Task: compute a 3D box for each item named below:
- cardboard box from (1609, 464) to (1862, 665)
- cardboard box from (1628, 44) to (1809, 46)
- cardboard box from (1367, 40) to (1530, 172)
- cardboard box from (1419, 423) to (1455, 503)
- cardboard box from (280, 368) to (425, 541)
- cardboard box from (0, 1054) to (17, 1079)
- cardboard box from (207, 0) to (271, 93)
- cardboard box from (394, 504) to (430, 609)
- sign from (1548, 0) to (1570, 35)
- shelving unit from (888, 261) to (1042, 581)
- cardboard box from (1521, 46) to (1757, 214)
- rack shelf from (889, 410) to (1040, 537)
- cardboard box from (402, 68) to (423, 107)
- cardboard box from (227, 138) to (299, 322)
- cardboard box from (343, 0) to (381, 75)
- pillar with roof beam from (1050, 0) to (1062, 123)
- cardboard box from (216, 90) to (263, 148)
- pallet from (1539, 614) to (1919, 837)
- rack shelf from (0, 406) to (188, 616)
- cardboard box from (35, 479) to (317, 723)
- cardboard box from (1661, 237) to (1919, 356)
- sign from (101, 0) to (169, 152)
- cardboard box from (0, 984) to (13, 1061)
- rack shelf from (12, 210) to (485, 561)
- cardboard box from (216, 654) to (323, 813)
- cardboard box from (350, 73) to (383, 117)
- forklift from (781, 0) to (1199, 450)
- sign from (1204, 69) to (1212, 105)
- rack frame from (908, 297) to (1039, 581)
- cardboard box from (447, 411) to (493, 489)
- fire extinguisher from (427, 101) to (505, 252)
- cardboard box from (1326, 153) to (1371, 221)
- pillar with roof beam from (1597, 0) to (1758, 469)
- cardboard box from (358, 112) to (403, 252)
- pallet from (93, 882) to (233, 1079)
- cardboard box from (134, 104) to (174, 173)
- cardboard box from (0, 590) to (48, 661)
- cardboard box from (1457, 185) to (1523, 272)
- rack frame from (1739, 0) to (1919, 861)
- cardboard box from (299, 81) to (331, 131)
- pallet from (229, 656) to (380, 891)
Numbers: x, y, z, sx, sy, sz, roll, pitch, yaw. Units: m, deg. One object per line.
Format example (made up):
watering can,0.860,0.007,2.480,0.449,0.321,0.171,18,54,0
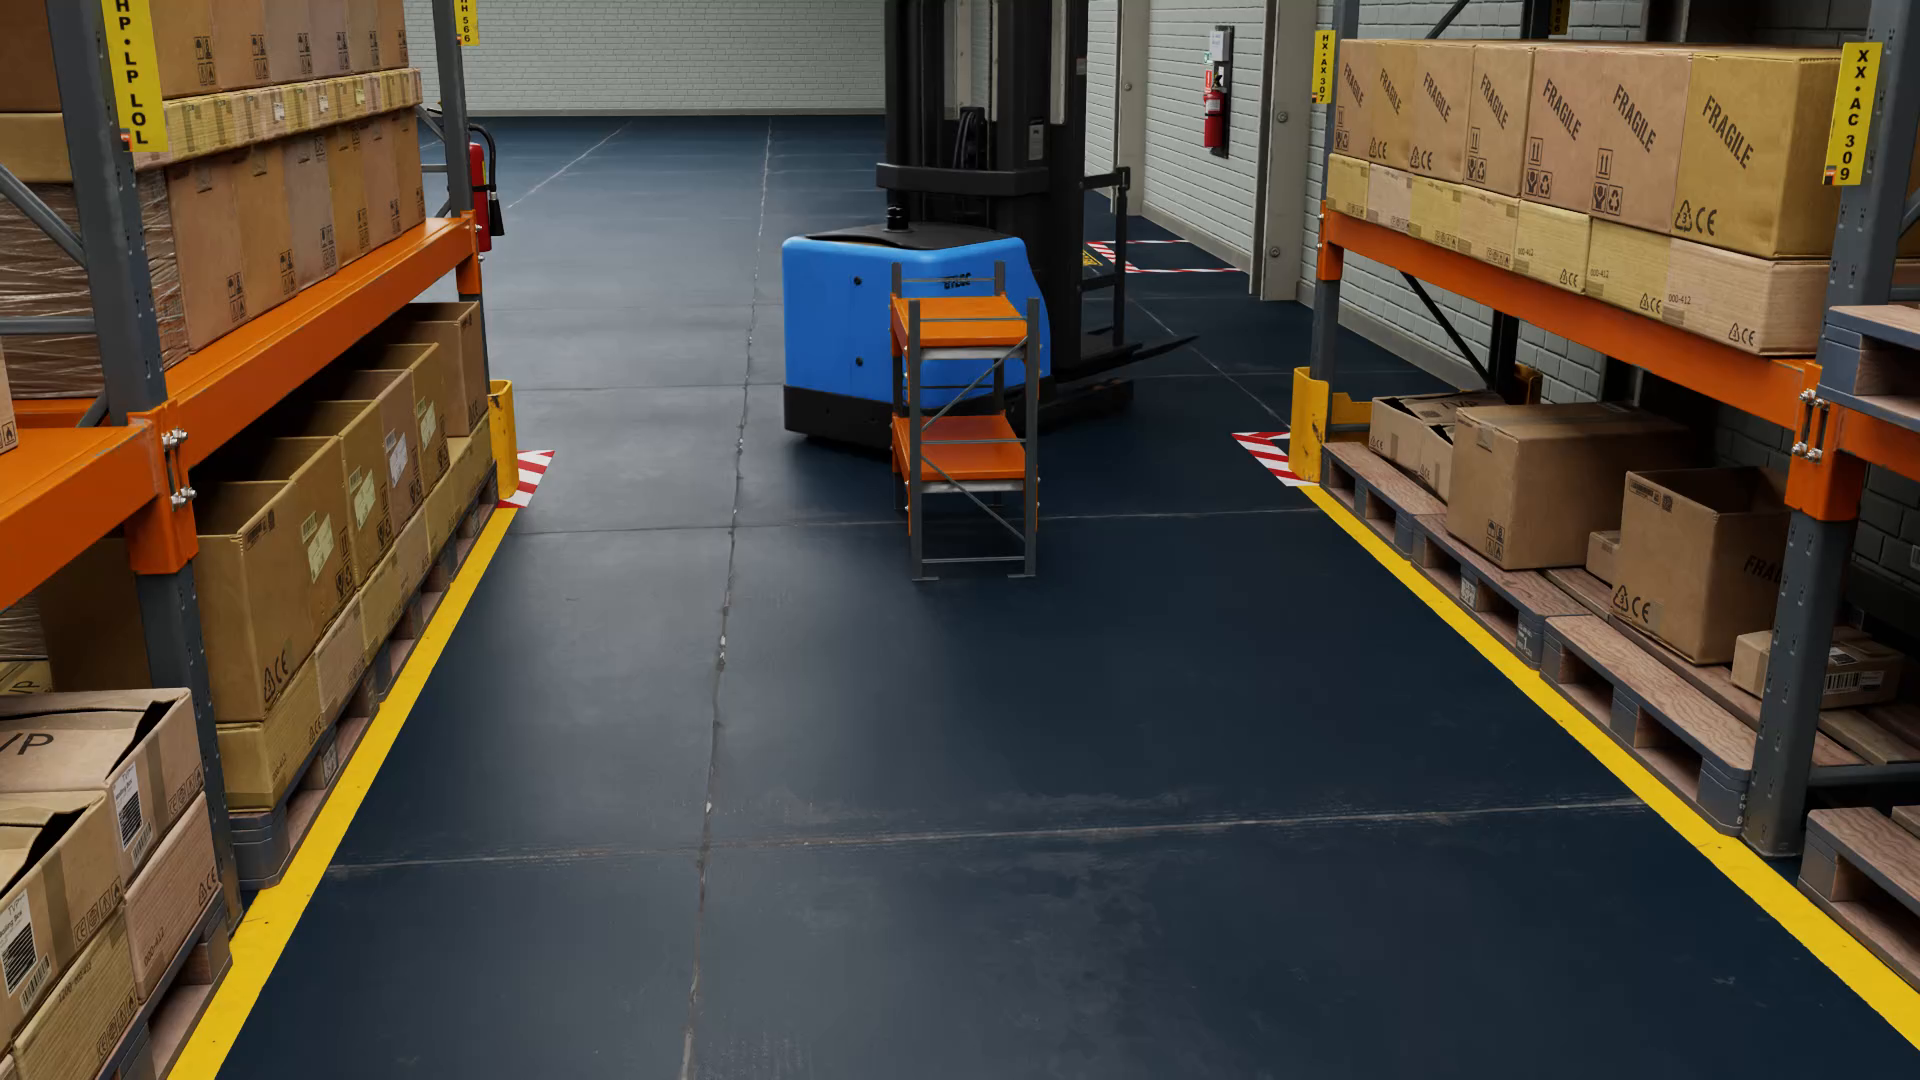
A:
cardboard box,2.495,0.068,5.393,0.500,0.500,0.500,-3,18,-10
cardboard box,2.641,-1.507,5.933,0.500,0.500,0.500,-2,17,-5
cardboard box,2.020,-1.796,6.854,0.500,0.500,0.500,-2,18,-5
cardboard box,2.270,-0.347,7.030,0.500,0.311,0.500,0,17,-1
cardboard box,-2.178,-0.294,5.743,0.500,0.500,0.500,-2,18,-6
cardboard box,-1.851,1.076,2.630,0.500,0.250,0.500,-1,17,-4
cardboard box,-2.442,-1.551,4.778,0.700,0.500,0.500,-2,18,-6
cardboard box,-2.182,0.064,5.855,0.500,0.250,0.500,-2,18,-6
sign,2.783,-2.513,7.714,0.100,0.325,0.005,-2,18,-6
shelving unit,0.001,-0.535,7.002,0.538,1.125,1.048,-2,18,-6
cardboard box,2.187,-1.333,5.381,0.500,0.500,0.500,-2,18,-7
rack shelf,0.001,-0.301,7.075,0.538,0.278,1.000,-2,18,-6
cardboard box,-2.469,-1.894,6.952,0.380,0.149,0.250,-2,18,-7
cardboard box,-2.446,-0.939,4.994,0.700,0.500,0.500,-2,17,-5
cardboard box,-2.597,-2.000,6.206,0.700,0.500,0.500,-2,18,-7
pillar with roof beam,-2.977,-9.709,23.080,9.100,9.000,0.400,-2,18,-6
cardboard box,-2.227,-1.201,4.744,0.380,0.149,0.250,-2,18,-7
pallet,2.537,0.524,5.155,1.003,0.211,1.213,-2,18,-6
rack shelf,-2.079,0.486,1.822,1.077,0.370,4.000,-2,18,-6
cardboard box,-2.022,0.153,4.320,0.500,0.500,0.500,-2,18,-6
cardboard box,2.291,-0.677,4.542,0.500,0.250,0.500,-2,18,-6
sign,-1.746,-0.987,3.513,0.100,0.325,0.005,-2,18,-6
cardboard box,-1.849,0.806,2.554,0.500,0.311,0.500,-2,18,-6
rack shelf,-2.492,-0.706,5.618,1.077,0.370,4.000,-2,18,-6
cardboard box,-2.031,0.511,4.431,0.500,0.250,0.500,-2,18,-6
cardboard box,-2.390,-1.665,6.222,0.380,0.149,0.250,-2,17,-5
forklift,0.350,-2.192,9.266,1.130,2.935,3.031,13,21,35
sign,2.371,-4.327,15.892,0.001,0.329,0.234,-2,18,-6
rack frame,0.053,-0.383,6.520,0.500,1.125,0.032,-2,18,-6
cardboard box,-2.349,-0.383,7.277,0.500,0.250,0.500,-2,18,-6
fire extinguisher,-2.248,-1.657,7.578,0.296,0.674,0.183,-2,18,-6
cardboard box,1.964,-1.582,7.424,0.500,0.250,0.500,-2,18,-7
pillar with roof beam,-1.120,-4.346,5.998,9.100,9.000,0.400,-2,18,-6
cardboard box,-2.603,-1.397,6.451,0.700,0.500,0.500,-1,17,-4
pallet,-2.170,1.096,3.335,1.003,0.211,1.213,-2,18,-6
cardboard box,-2.146,-0.971,4.012,0.380,0.149,0.250,-2,17,-5
cardboard box,-2.590,0.020,4.743,0.500,0.500,0.500,-2,18,-6
cardboard box,2.128,-1.125,5.969,0.500,0.250,0.500,-2,18,-5
rack frame,2.642,-0.607,4.103,1.000,3.000,0.127,-2,18,-6
cardboard box,-2.307,-1.432,5.480,0.380,0.149,0.250,-2,18,-6
pallet,-2.326,0.639,4.789,1.003,0.211,1.213,-2,18,-6
